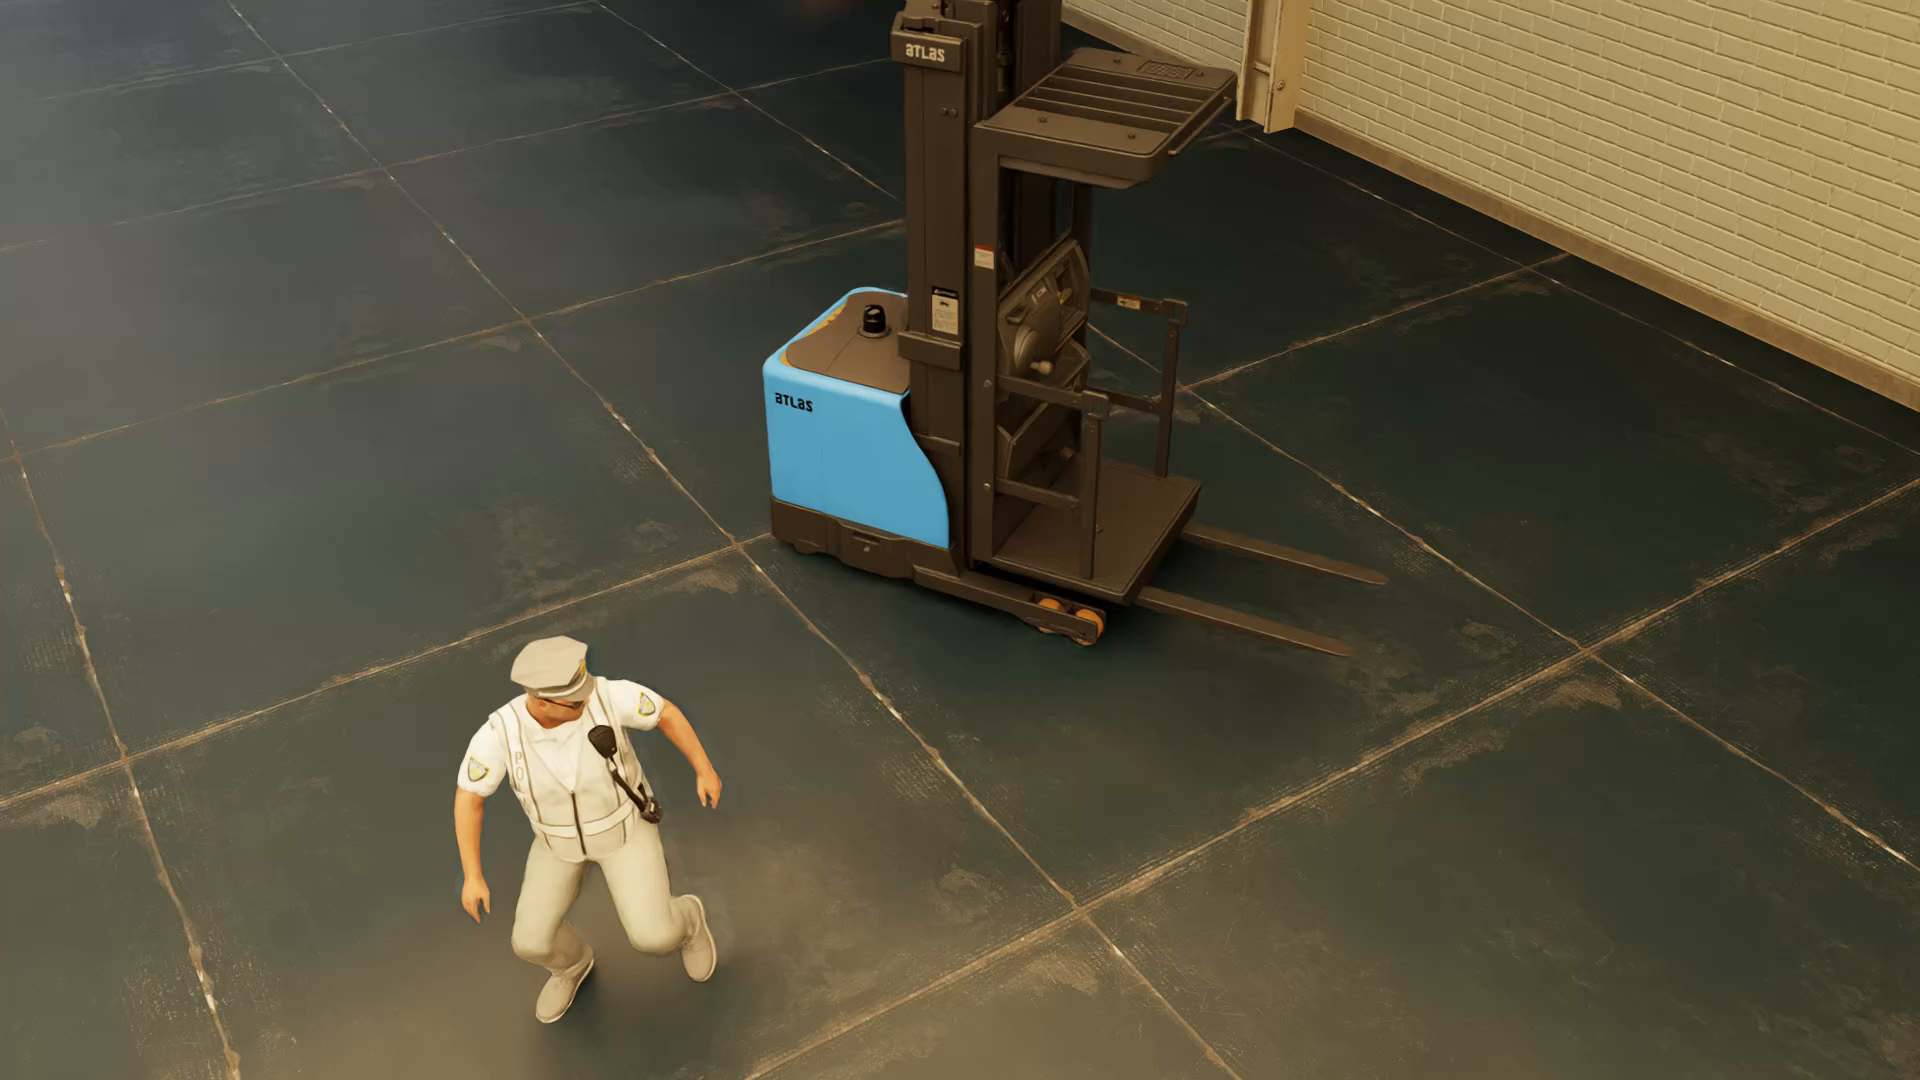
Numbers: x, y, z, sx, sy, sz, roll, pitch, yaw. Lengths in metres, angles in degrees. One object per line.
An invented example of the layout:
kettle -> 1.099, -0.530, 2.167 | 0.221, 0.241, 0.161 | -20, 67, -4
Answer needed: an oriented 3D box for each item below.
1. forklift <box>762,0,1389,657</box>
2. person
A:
forklift -> 0.574, -1.048, 7.639 | 3.031, 2.935, 1.130 | 16, 38, 21
person -> -1.284, 1.031, 5.829 | 0.857, 1.646, 0.562 | -1, 35, -1
